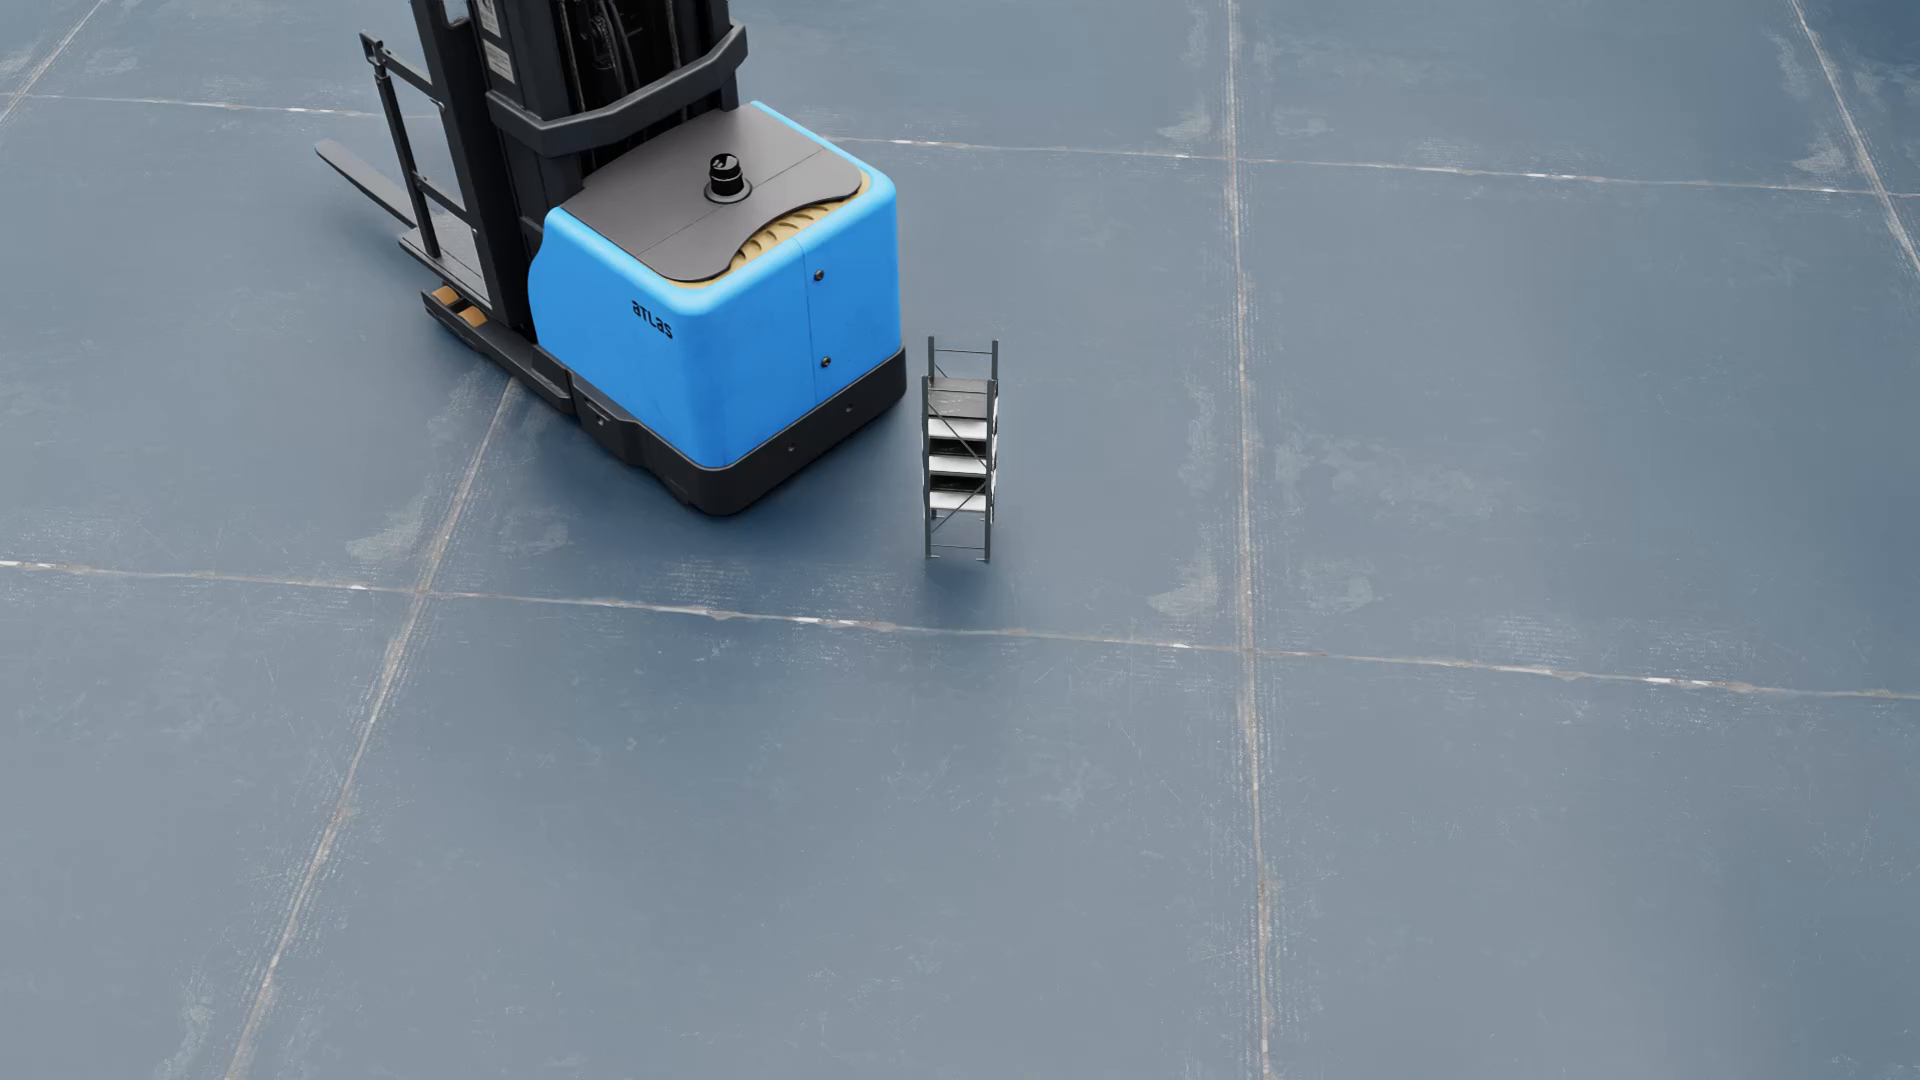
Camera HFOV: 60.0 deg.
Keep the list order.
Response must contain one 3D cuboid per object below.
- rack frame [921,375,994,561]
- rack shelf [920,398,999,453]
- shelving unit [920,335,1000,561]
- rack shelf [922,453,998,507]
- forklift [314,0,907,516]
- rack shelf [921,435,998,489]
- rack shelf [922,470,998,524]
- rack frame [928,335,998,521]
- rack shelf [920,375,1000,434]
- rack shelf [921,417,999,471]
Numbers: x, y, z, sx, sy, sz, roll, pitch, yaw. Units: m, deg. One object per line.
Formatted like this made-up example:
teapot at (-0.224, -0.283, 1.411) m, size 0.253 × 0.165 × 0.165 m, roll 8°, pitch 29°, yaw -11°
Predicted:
rack frame at (-0.009, -0.235, 5.855) m, size 0.240 × 0.900 × 0.006 m, roll 4°, pitch 48°, yaw 4°
rack shelf at (0.001, -0.409, 5.815) m, size 0.258 × 0.077 × 0.200 m, roll 4°, pitch 48°, yaw 4°
shelving unit at (0.001, -0.310, 5.923) m, size 0.258 × 0.900 × 0.210 m, roll 4°, pitch 48°, yaw 4°
rack shelf at (0.001, -0.226, 6.014) m, size 0.258 × 0.077 × 0.200 m, roll 4°, pitch 48°, yaw 4°
forklift at (-1.629, -2.050, 6.139) m, size 3.031 × 2.935 × 1.130 m, roll 35°, pitch 57°, yaw 28°
rack shelf at (0.001, -0.287, 5.948) m, size 0.258 × 0.077 × 0.200 m, roll 4°, pitch 48°, yaw 4°
rack shelf at (0.001, -0.166, 6.081) m, size 0.258 × 0.077 × 0.200 m, roll 4°, pitch 48°, yaw 4°
rack frame at (0.010, -0.384, 5.992) m, size 0.240 × 0.900 × 0.006 m, roll 4°, pitch 48°, yaw 4°
rack shelf at (0.001, -0.469, 5.749) m, size 0.258 × 0.077 × 0.200 m, roll 4°, pitch 48°, yaw 4°
rack shelf at (0.001, -0.348, 5.882) m, size 0.258 × 0.077 × 0.200 m, roll 4°, pitch 48°, yaw 4°
